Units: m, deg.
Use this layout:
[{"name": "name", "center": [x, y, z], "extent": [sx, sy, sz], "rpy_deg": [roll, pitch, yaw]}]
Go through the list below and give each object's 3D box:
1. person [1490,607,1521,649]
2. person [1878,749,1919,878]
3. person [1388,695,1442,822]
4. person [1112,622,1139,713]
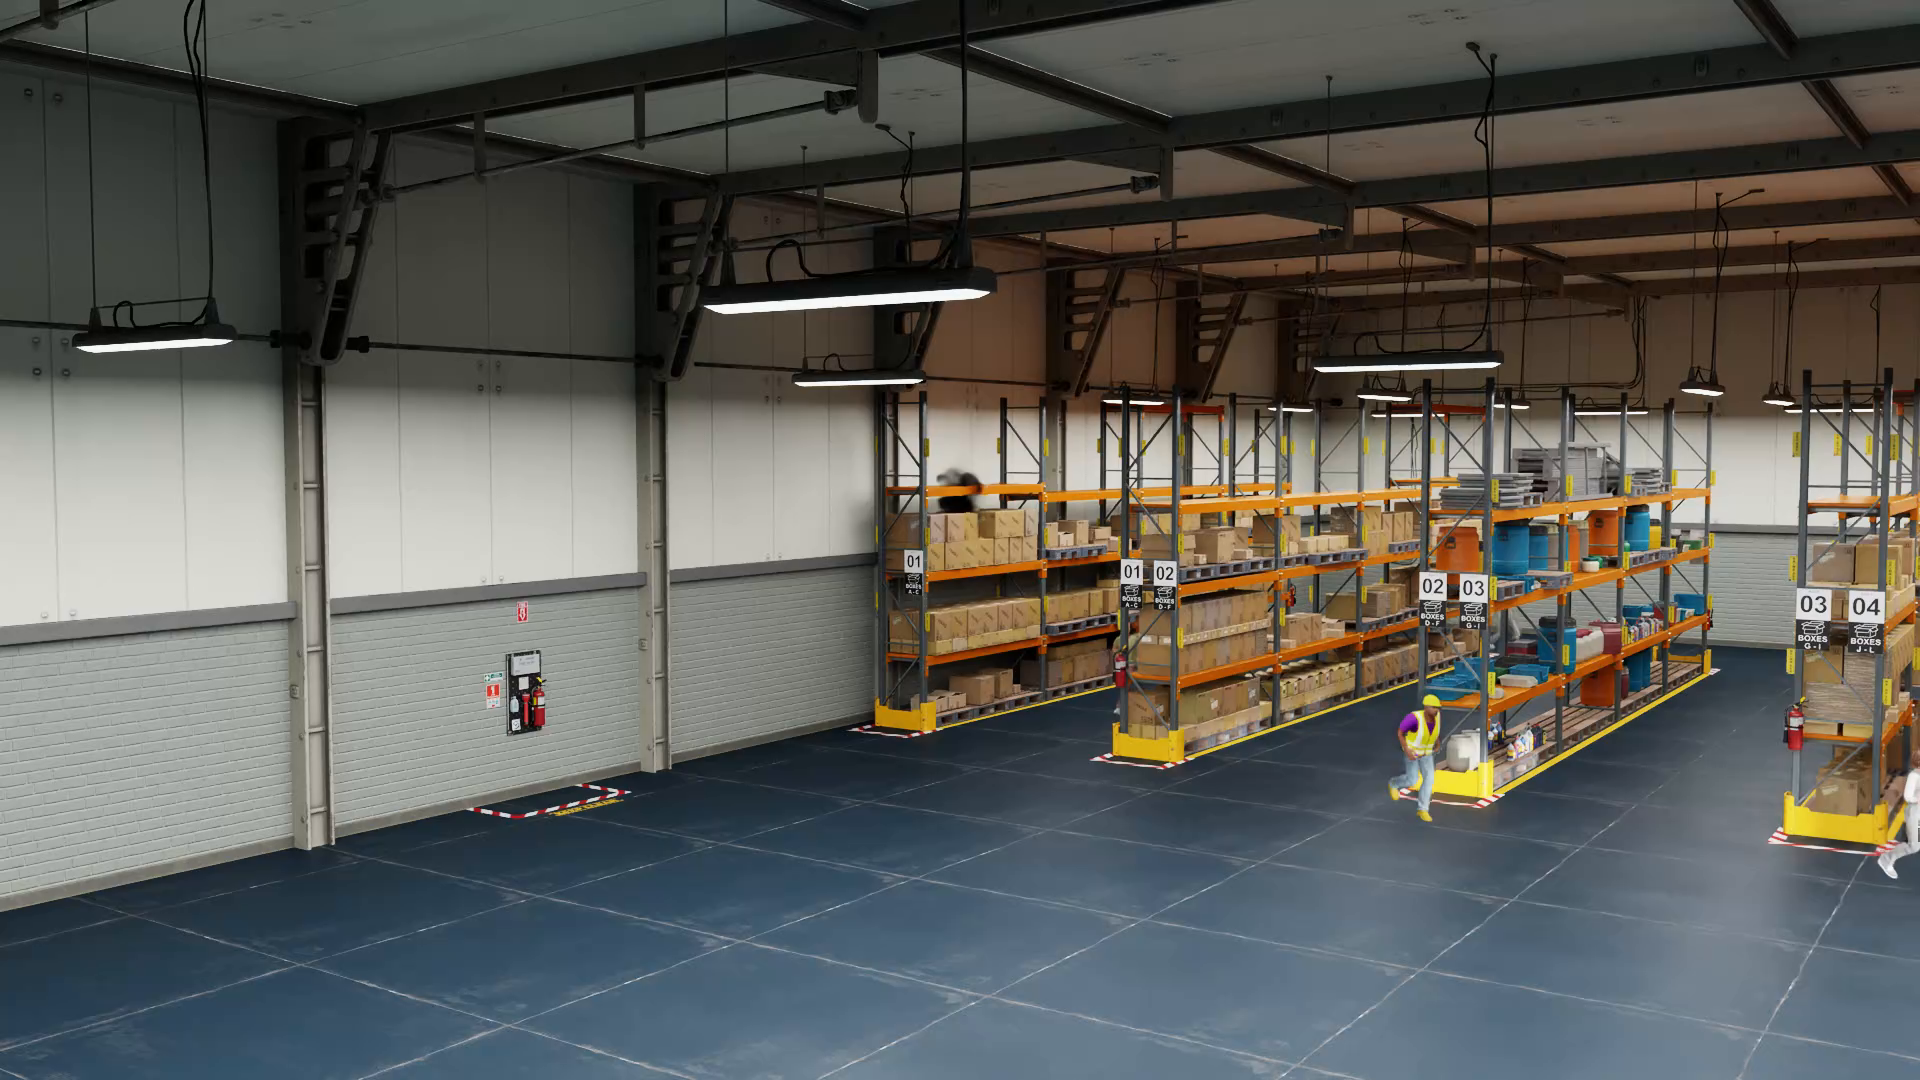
[{"name": "person", "center": [13.310, 1.935, 40.648], "extent": [0.596, 1.654, 0.941], "rpy_deg": [-3, 4, -40]}, {"name": "person", "center": [10.796, 3.144, 18.724], "extent": [0.539, 1.596, 0.878], "rpy_deg": [-2, 4, -27]}, {"name": "person", "center": [6.206, 2.918, 22.669], "extent": [0.712, 1.711, 0.999], "rpy_deg": [-2, 4, -27]}, {"name": "person", "center": [2.996, 2.260, 29.792], "extent": [0.604, 1.629, 0.712], "rpy_deg": [2, 4, 27]}]
